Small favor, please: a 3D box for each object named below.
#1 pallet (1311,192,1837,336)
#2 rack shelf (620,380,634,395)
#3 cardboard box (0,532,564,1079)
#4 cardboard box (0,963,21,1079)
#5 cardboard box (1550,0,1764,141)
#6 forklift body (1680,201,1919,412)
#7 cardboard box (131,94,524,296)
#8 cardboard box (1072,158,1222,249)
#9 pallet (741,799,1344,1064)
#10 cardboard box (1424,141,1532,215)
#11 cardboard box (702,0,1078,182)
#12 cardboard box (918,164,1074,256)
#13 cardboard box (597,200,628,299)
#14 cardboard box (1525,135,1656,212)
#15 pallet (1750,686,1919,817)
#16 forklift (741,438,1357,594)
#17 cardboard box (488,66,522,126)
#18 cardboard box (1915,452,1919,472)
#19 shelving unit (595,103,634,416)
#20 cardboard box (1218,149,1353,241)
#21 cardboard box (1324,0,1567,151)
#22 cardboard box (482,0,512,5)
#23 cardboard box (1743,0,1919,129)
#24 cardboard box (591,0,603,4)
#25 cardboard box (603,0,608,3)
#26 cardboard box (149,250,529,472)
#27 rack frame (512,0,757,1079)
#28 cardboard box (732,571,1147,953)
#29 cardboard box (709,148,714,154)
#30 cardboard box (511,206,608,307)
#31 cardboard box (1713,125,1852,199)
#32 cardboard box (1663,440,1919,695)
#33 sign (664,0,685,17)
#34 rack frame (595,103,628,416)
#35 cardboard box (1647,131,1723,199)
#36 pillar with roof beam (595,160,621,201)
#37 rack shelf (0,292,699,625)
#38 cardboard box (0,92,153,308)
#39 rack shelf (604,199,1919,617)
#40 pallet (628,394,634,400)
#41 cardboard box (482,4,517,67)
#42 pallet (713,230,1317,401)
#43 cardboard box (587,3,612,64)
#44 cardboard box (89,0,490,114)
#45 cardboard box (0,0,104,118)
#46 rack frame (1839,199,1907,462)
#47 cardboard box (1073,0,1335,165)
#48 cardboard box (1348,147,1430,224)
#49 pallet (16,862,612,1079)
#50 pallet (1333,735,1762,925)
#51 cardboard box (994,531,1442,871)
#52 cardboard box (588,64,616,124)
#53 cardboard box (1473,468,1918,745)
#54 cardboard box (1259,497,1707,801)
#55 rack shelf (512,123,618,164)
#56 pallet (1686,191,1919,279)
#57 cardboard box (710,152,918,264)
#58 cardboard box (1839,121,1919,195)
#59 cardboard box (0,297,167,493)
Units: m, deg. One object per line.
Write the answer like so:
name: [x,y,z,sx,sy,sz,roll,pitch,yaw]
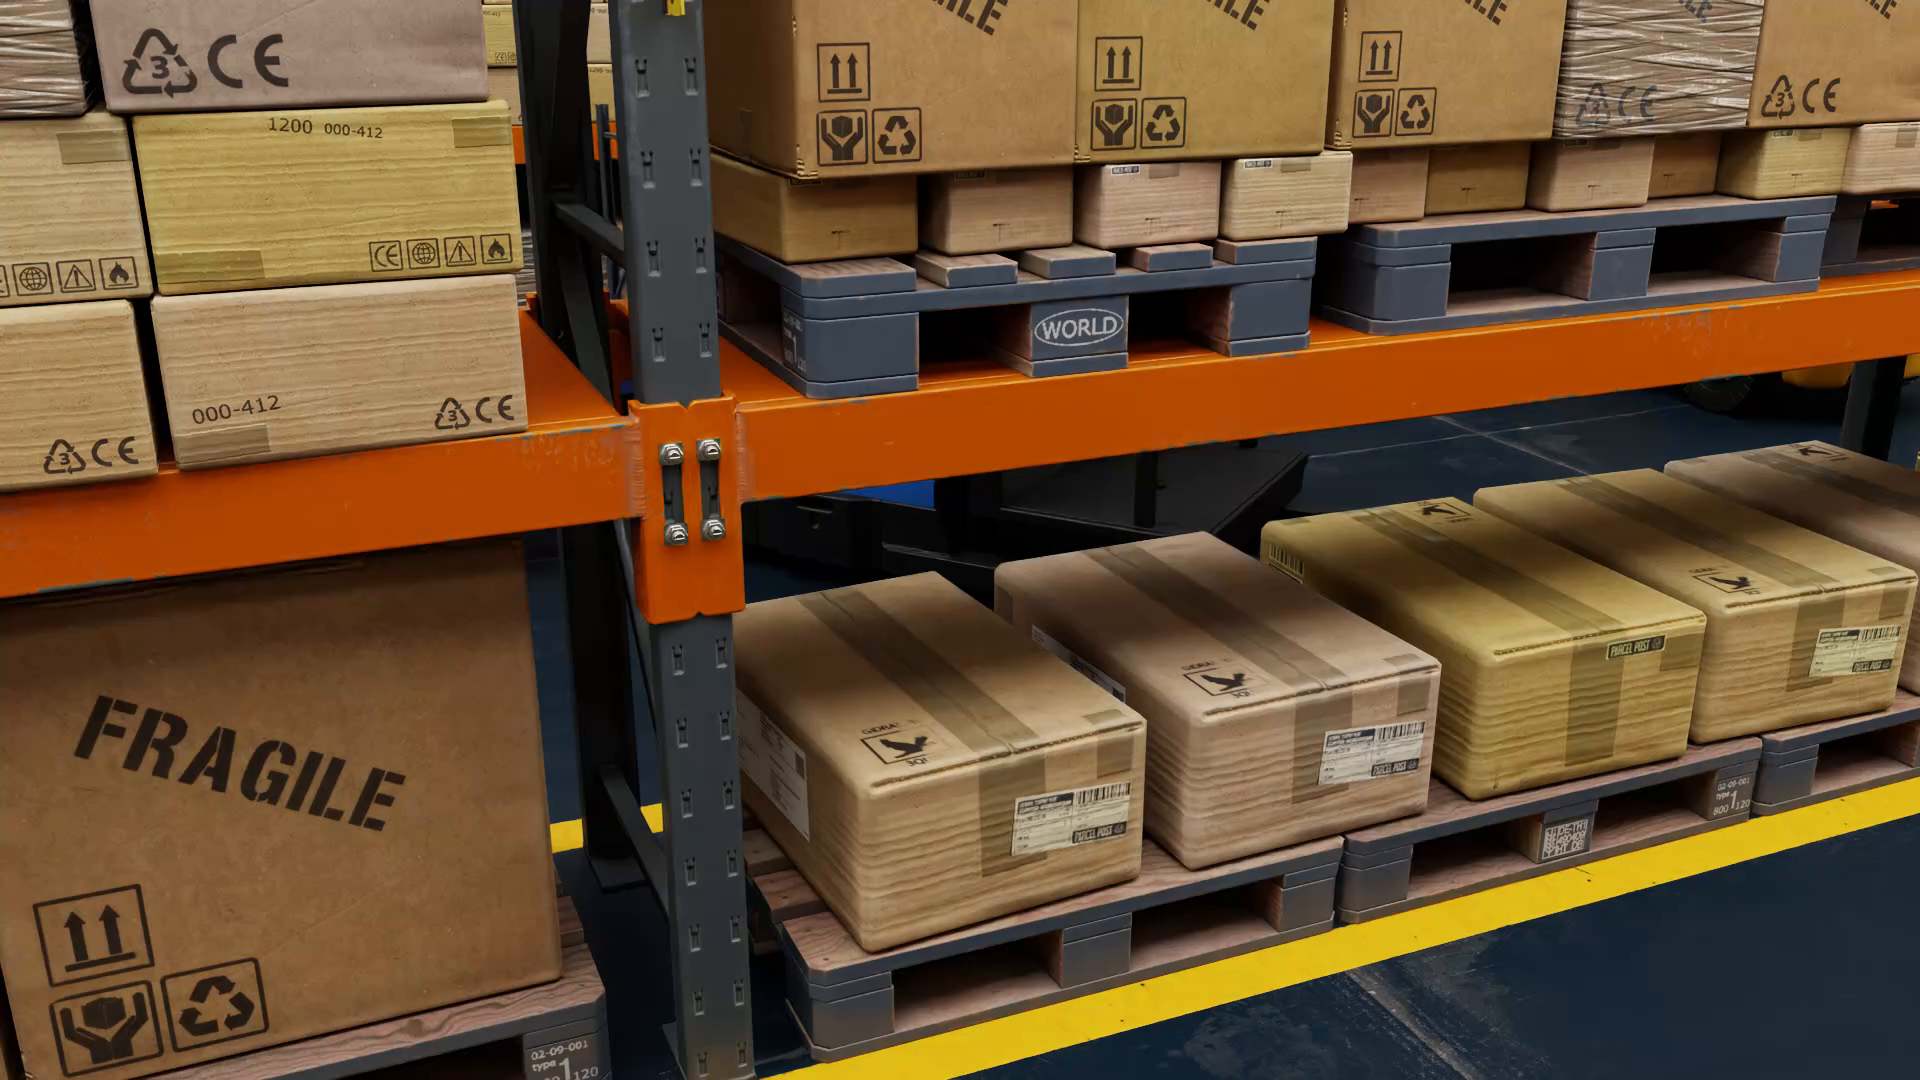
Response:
pallet: [1.163,-0.722,3.846,1.213,0.211,1.003,-8,21,-22]
rack shelf: [-1.563,-0.512,5.758,1.000,0.185,0.538,-13,23,-32]
cardboard box: [-1.306,0.330,3.136,0.875,0.875,0.875,-8,21,-22]
cardboard box: [-2.126,0.446,2.807,0.875,0.875,0.875,-8,21,-21]
cardboard box: [1.289,-1.120,3.456,0.500,0.500,0.500,-9,21,-24]
forklift body: [3.719,-1.899,8.178,1.214,2.155,2.313,-8,21,-22]
cardboard box: [-0.983,-0.564,2.580,0.500,0.250,0.500,-8,21,-22]
cardboard box: [0.276,-0.655,3.110,0.250,0.149,0.380,-10,22,-25]
pallet: [0.080,0.673,3.793,1.213,0.211,1.003,-8,21,-22]
cardboard box: [0.971,-0.789,3.492,0.250,0.149,0.380,-7,21,-20]
cardboard box: [-0.134,-0.914,2.871,0.500,0.500,0.500,-9,21,-23]
cardboard box: [0.006,-0.633,3.048,0.250,0.149,0.380,-10,22,-25]
cardboard box: [-1.433,-1.297,8.134,0.625,0.625,0.875,-7,21,-20]
cardboard box: [1.237,-0.803,3.533,0.250,0.149,0.380,-7,21,-20]
pallet: [2.320,0.352,4.705,1.213,0.211,1.003,-8,21,-22]
forklift: [0.556,-1.271,5.218,3.031,2.935,1.130,10,22,26]
cardboard box: [-2.104,-1.966,7.316,0.500,0.250,0.500,-8,21,-22]
cardboard box: [3.471,-0.127,5.374,0.500,0.250,0.500,-7,21,-19]
shelving unit: [-1.563,-0.681,5.698,1.048,1.500,0.538,-13,23,-32]
cardboard box: [0.537,-0.684,3.195,0.250,0.149,0.380,-8,21,-22]
cardboard box: [0.827,-1.057,3.276,0.500,0.500,0.500,-8,21,-21]
cardboard box: [-1.954,-2.394,7.177,0.250,0.149,0.380,-8,21,-21]
cardboard box: [1.770,-1.189,3.653,0.500,0.500,0.500,-7,21,-20]
cardboard box: [-1.728,-2.436,7.295,0.250,0.149,0.380,-8,21,-20]
cardboard box: [-1.493,-2.474,7.404,0.250,0.149,0.380,-8,21,-21]
cardboard box: [-1.000,-0.324,2.650,0.500,0.250,0.500,-9,21,-24]
rack frame: [-0.639,-0.540,3.039,0.127,3.000,1.000,-8,21,-22]
cardboard box: [-0.116,0.430,3.608,0.625,0.372,0.950,-10,22,-26]
cardboard box: [-0.431,-0.734,3.337,0.250,0.149,0.380,-7,21,-20]
cardboard box: [-2.030,-1.209,7.883,0.625,0.625,0.875,-7,21,-20]
cardboard box: [1.729,-0.864,3.706,0.250,0.149,0.380,-8,21,-22]
cardboard box: [2.554,0.045,4.702,0.625,0.372,0.950,-8,21,-21]
sign: [-0.416,-0.917,2.367,0.005,0.325,0.100,-8,21,-22]
rack frame: [-1.143,-0.776,5.968,0.032,1.500,0.500,-13,23,-32]
cardboard box: [1.446,-0.861,3.696,0.250,0.149,0.380,-9,21,-24]
pillar with roof beam: [-0.063,-4.016,3.880,0.400,9.000,9.100,-8,21,-22]
rack shelf: [-2.475,0.062,2.411,4.000,0.370,1.077,-8,21,-22]
cardboard box: [-1.452,-0.495,2.385,0.500,0.250,0.500,-9,21,-23]
rack shelf: [1.198,-0.464,3.906,4.000,0.370,1.077,-8,21,-22]
pallet: [-1.837,-0.834,8.074,1.213,0.211,1.003,-8,21,-22]
cardboard box: [-2.094,-2.194,7.211,0.500,0.250,0.500,-8,21,-22]
pallet: [-0.026,-0.576,3.430,1.003,0.211,1.213,-8,21,-22]
cardboard box: [-1.644,-2.268,7.419,0.500,0.250,0.500,-7,21,-20]
cardboard box: [-1.010,-0.911,2.437,0.500,0.500,0.500,-9,21,-23]
cardboard box: [-1.477,-0.841,2.238,0.500,0.500,0.500,-8,21,-21]
rack frame: [3.034,-1.066,4.534,0.127,3.000,1.000,-8,21,-22]
cardboard box: [0.342,-0.985,3.072,0.500,0.500,0.500,-7,21,-19]
cardboard box: [0.727,-0.740,3.353,0.250,0.149,0.380,-7,21,-19]
pallet: [-1.392,0.856,3.273,1.213,0.211,1.003,-8,21,-22]
pallet: [1.198,0.514,4.245,1.213,0.211,1.003,-8,21,-22]
cardboard box: [0.559,0.331,3.891,0.625,0.372,0.950,-9,21,-23]
cardboard box: [-1.640,-2.031,7.499,0.500,0.250,0.500,-9,21,-23]
cardboard box: [1.895,0.141,4.431,0.625,0.372,0.950,-7,21,-19]
cardboard box: [1.257,0.233,4.169,0.625,0.372,0.950,-7,21,-20]
rack shelf: [-0.772,-1.977,8.203,4.000,0.370,1.077,-8,21,-22]
pallet: [2.275,-0.920,4.406,1.213,0.211,1.003,-8,21,-22]
cardboard box: [-0.266,-0.606,2.972,0.250,0.149,0.380,-9,22,-25]
cardboard box: [1.967,-0.885,3.765,0.250,0.149,0.380,-8,21,-21]
cardboard box: [-1.463,-0.252,2.446,0.500,0.250,0.500,-8,21,-21]
